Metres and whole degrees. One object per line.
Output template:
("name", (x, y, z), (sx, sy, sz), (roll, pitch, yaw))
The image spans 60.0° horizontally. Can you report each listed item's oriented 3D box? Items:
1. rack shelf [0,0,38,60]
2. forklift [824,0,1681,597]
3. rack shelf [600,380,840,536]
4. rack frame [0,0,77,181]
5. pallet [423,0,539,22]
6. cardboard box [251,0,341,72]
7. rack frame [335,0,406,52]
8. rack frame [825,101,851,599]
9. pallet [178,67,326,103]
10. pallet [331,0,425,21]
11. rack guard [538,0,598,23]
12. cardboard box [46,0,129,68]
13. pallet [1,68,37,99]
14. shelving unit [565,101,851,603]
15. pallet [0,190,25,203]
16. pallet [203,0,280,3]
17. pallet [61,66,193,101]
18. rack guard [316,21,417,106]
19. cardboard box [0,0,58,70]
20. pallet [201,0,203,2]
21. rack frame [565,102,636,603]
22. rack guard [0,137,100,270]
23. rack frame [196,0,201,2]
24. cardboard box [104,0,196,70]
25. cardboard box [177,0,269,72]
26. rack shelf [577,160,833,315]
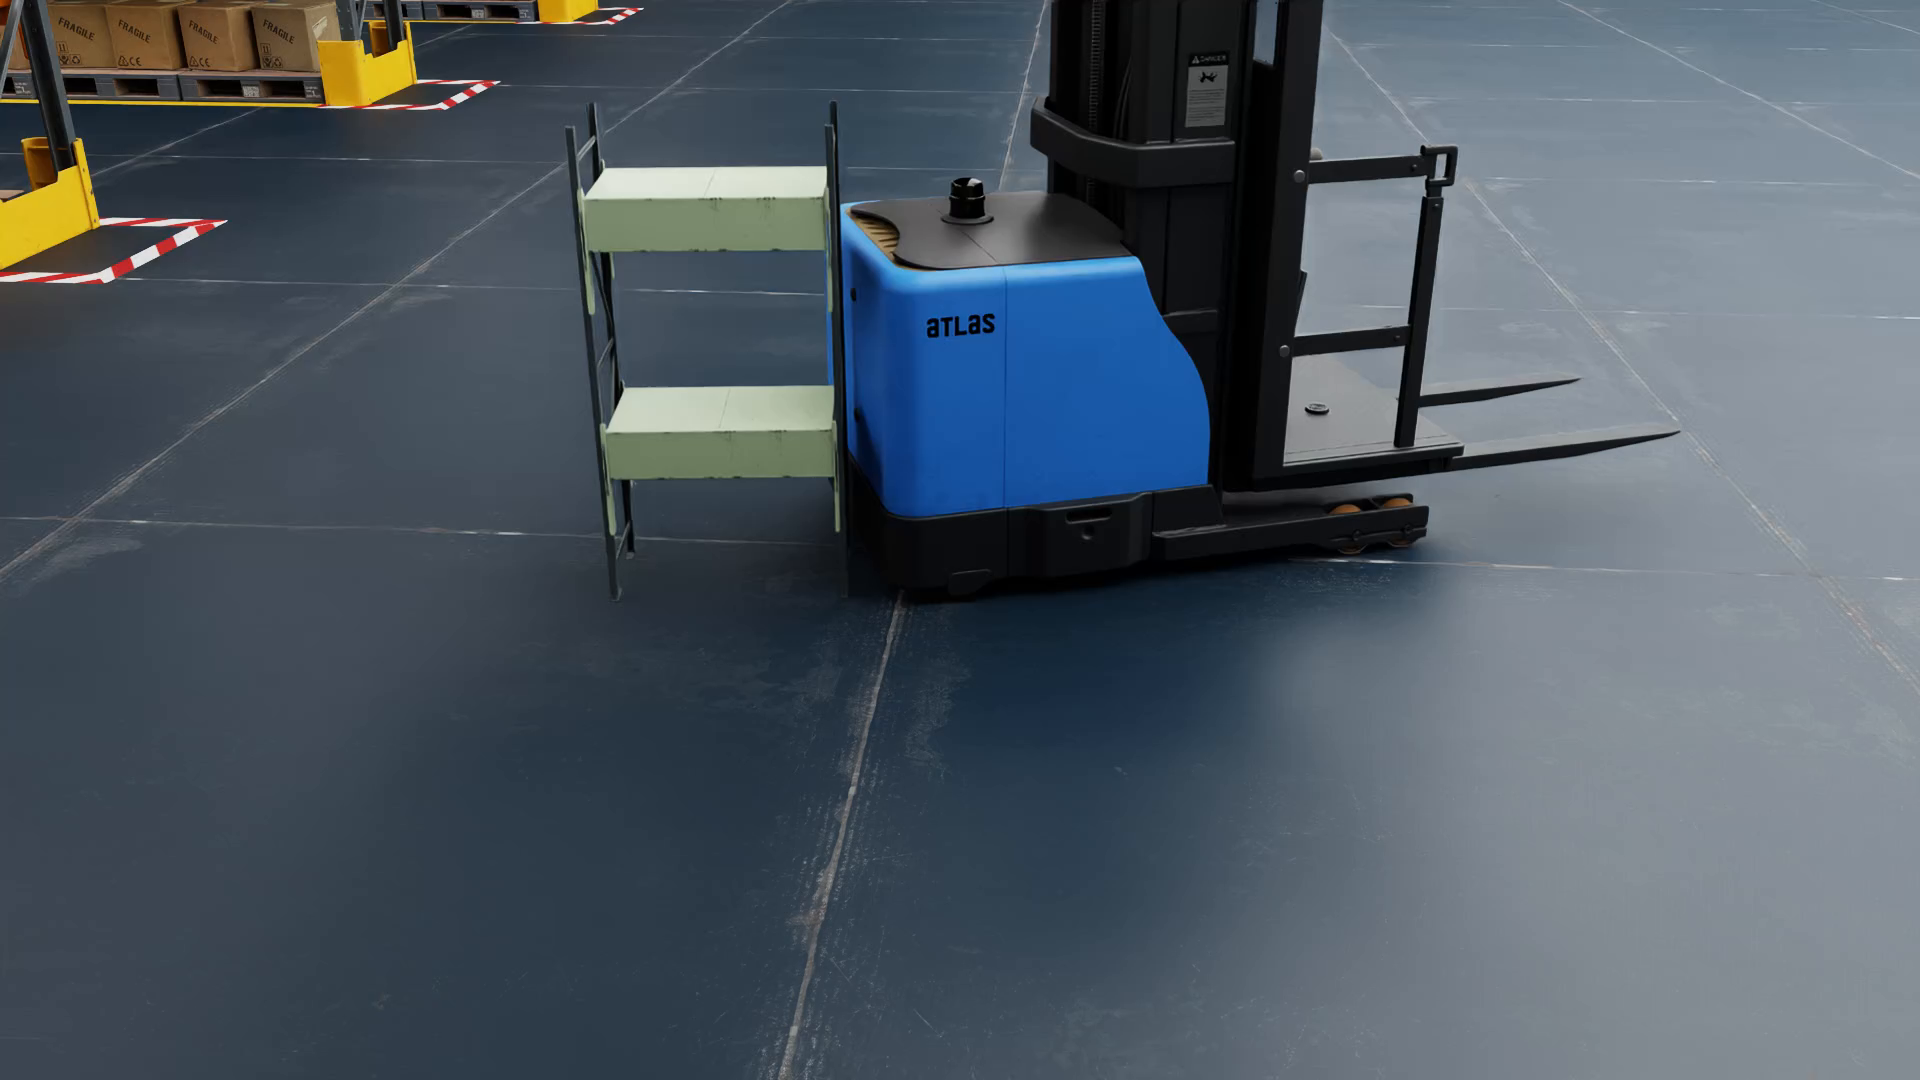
("rack shelf", (-7.169, -2.741, 8.980), (4.000, 0.370, 1.077), (2, 25, 4))
("forklift", (1.095, -1.487, 5.475), (3.031, 2.935, 1.130), (-7, 26, -15))
("rack shelf", (-0.744, -0.273, 5.329), (0.720, 0.370, 0.431), (-1, 25, -2))
("rack frame", (-5.175, -3.004, 8.690), (0.127, 3.000, 1.000), (2, 25, 4))
("pallet", (-5.119, -5.859, 18.230), (1.213, 0.211, 1.003), (2, 25, 4))
("cardboard box", (-5.417, -4.151, 13.670), (0.500, 0.500, 0.500), (6, 25, 14))
("rack frame", (-4.796, -5.068, 13.176), (0.127, 3.000, 1.000), (2, 25, 4))
("rack frame", (-0.378, -0.575, 5.205), (0.023, 1.500, 0.400), (-1, 25, -2))
("pallet", (-5.679, -3.845, 13.853), (1.213, 0.211, 1.003), (2, 25, 4))
("pallet", (-6.332, -5.899, 18.317), (1.213, 0.211, 1.003), (2, 25, 4))
("rack guard", (-4.291, -5.996, 18.183), (0.348, 0.500, 1.175), (2, 25, 4))
("cardboard box", (-7.192, -4.220, 13.820), (0.500, 0.500, 0.500), (0, 25, -1))
("pallet", (-8.112, -3.923, 14.023), (1.213, 0.211, 1.003), (2, 25, 4))
("shelving unit", (-0.744, -0.569, 5.193), (0.755, 1.500, 0.431), (-1, 25, -2))
("pallet", (-6.064, -1.748, 9.297), (1.213, 0.211, 1.003), (2, 25, 4))
("pallet", (-7.551, -5.937, 18.399), (1.213, 0.211, 1.003), (2, 25, 4))
("pallet", (-6.892, -3.885, 13.940), (1.213, 0.211, 1.003), (2, 25, 4))
("rack guard", (-4.872, -3.935, 13.704), (0.348, 0.500, 1.175), (2, 25, 4))
("cardboard box", (-7.817, -4.207, 13.792), (0.500, 0.500, 0.500), (10, 27, 21))
("pallet", (-9.079, -5.987, 18.509), (1.213, 0.211, 1.003), (2, 25, 4))
("rack frame", (-1.110, -0.564, 5.181), (0.023, 1.500, 0.400), (-1, 25, -2))
("rack guard", (-5.254, -1.851, 9.175), (0.348, 0.500, 1.175), (2, 25, 4))
("rack frame", (-8.304, -7.260, 17.940), (0.127, 3.000, 1.000), (2, 25, 4))
("cardboard box", (-6.638, -4.183, 13.741), (0.500, 0.500, 0.500), (4, 25, 9))
("cardboard box", (-6.016, -4.155, 13.680), (0.500, 0.500, 0.500), (8, 26, 18))
("rack shelf", (-0.744, -0.924, 5.030), (0.720, 0.370, 0.431), (-1, 25, -2))
